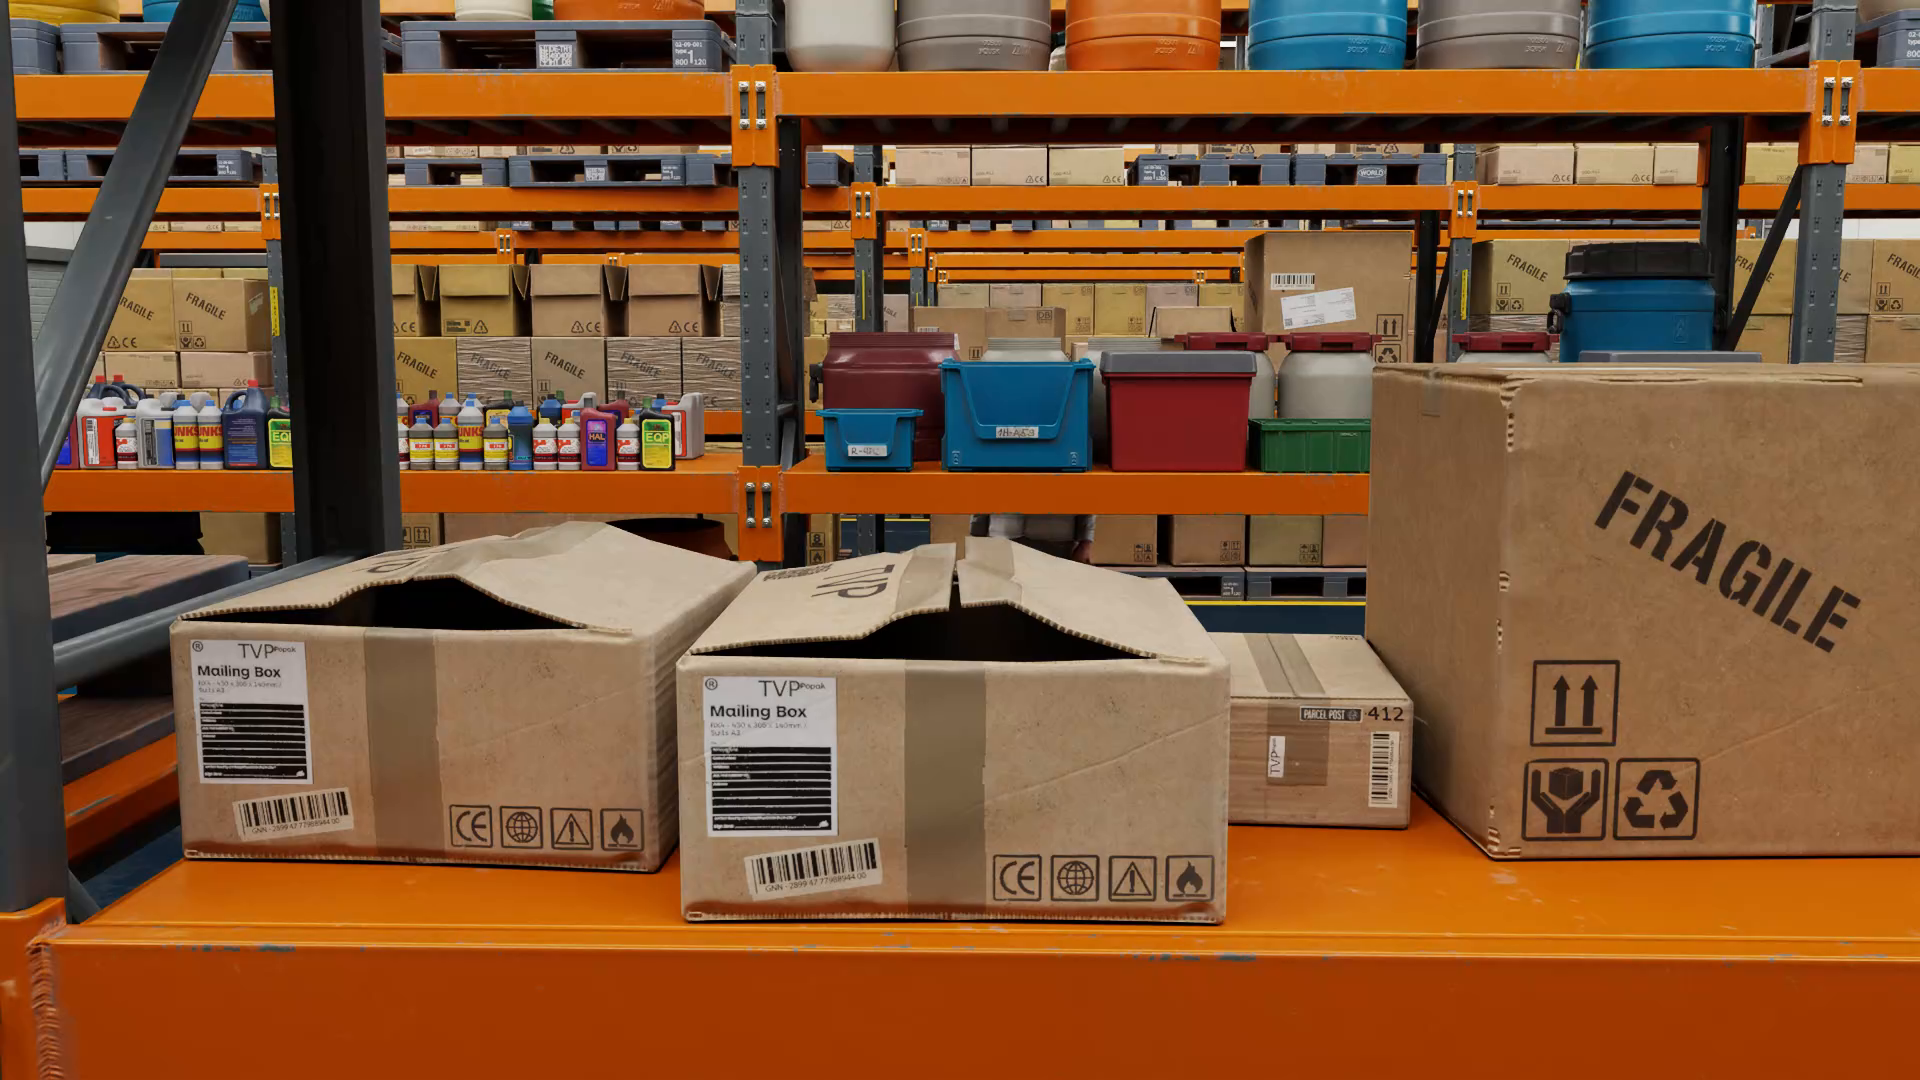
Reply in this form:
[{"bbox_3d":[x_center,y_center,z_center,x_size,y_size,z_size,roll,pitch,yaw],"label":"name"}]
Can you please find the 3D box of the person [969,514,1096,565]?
[{"bbox_3d":[0.324,0.020,7.498,0.580,1.772,0.461,2,8,19],"label":"person"}]
